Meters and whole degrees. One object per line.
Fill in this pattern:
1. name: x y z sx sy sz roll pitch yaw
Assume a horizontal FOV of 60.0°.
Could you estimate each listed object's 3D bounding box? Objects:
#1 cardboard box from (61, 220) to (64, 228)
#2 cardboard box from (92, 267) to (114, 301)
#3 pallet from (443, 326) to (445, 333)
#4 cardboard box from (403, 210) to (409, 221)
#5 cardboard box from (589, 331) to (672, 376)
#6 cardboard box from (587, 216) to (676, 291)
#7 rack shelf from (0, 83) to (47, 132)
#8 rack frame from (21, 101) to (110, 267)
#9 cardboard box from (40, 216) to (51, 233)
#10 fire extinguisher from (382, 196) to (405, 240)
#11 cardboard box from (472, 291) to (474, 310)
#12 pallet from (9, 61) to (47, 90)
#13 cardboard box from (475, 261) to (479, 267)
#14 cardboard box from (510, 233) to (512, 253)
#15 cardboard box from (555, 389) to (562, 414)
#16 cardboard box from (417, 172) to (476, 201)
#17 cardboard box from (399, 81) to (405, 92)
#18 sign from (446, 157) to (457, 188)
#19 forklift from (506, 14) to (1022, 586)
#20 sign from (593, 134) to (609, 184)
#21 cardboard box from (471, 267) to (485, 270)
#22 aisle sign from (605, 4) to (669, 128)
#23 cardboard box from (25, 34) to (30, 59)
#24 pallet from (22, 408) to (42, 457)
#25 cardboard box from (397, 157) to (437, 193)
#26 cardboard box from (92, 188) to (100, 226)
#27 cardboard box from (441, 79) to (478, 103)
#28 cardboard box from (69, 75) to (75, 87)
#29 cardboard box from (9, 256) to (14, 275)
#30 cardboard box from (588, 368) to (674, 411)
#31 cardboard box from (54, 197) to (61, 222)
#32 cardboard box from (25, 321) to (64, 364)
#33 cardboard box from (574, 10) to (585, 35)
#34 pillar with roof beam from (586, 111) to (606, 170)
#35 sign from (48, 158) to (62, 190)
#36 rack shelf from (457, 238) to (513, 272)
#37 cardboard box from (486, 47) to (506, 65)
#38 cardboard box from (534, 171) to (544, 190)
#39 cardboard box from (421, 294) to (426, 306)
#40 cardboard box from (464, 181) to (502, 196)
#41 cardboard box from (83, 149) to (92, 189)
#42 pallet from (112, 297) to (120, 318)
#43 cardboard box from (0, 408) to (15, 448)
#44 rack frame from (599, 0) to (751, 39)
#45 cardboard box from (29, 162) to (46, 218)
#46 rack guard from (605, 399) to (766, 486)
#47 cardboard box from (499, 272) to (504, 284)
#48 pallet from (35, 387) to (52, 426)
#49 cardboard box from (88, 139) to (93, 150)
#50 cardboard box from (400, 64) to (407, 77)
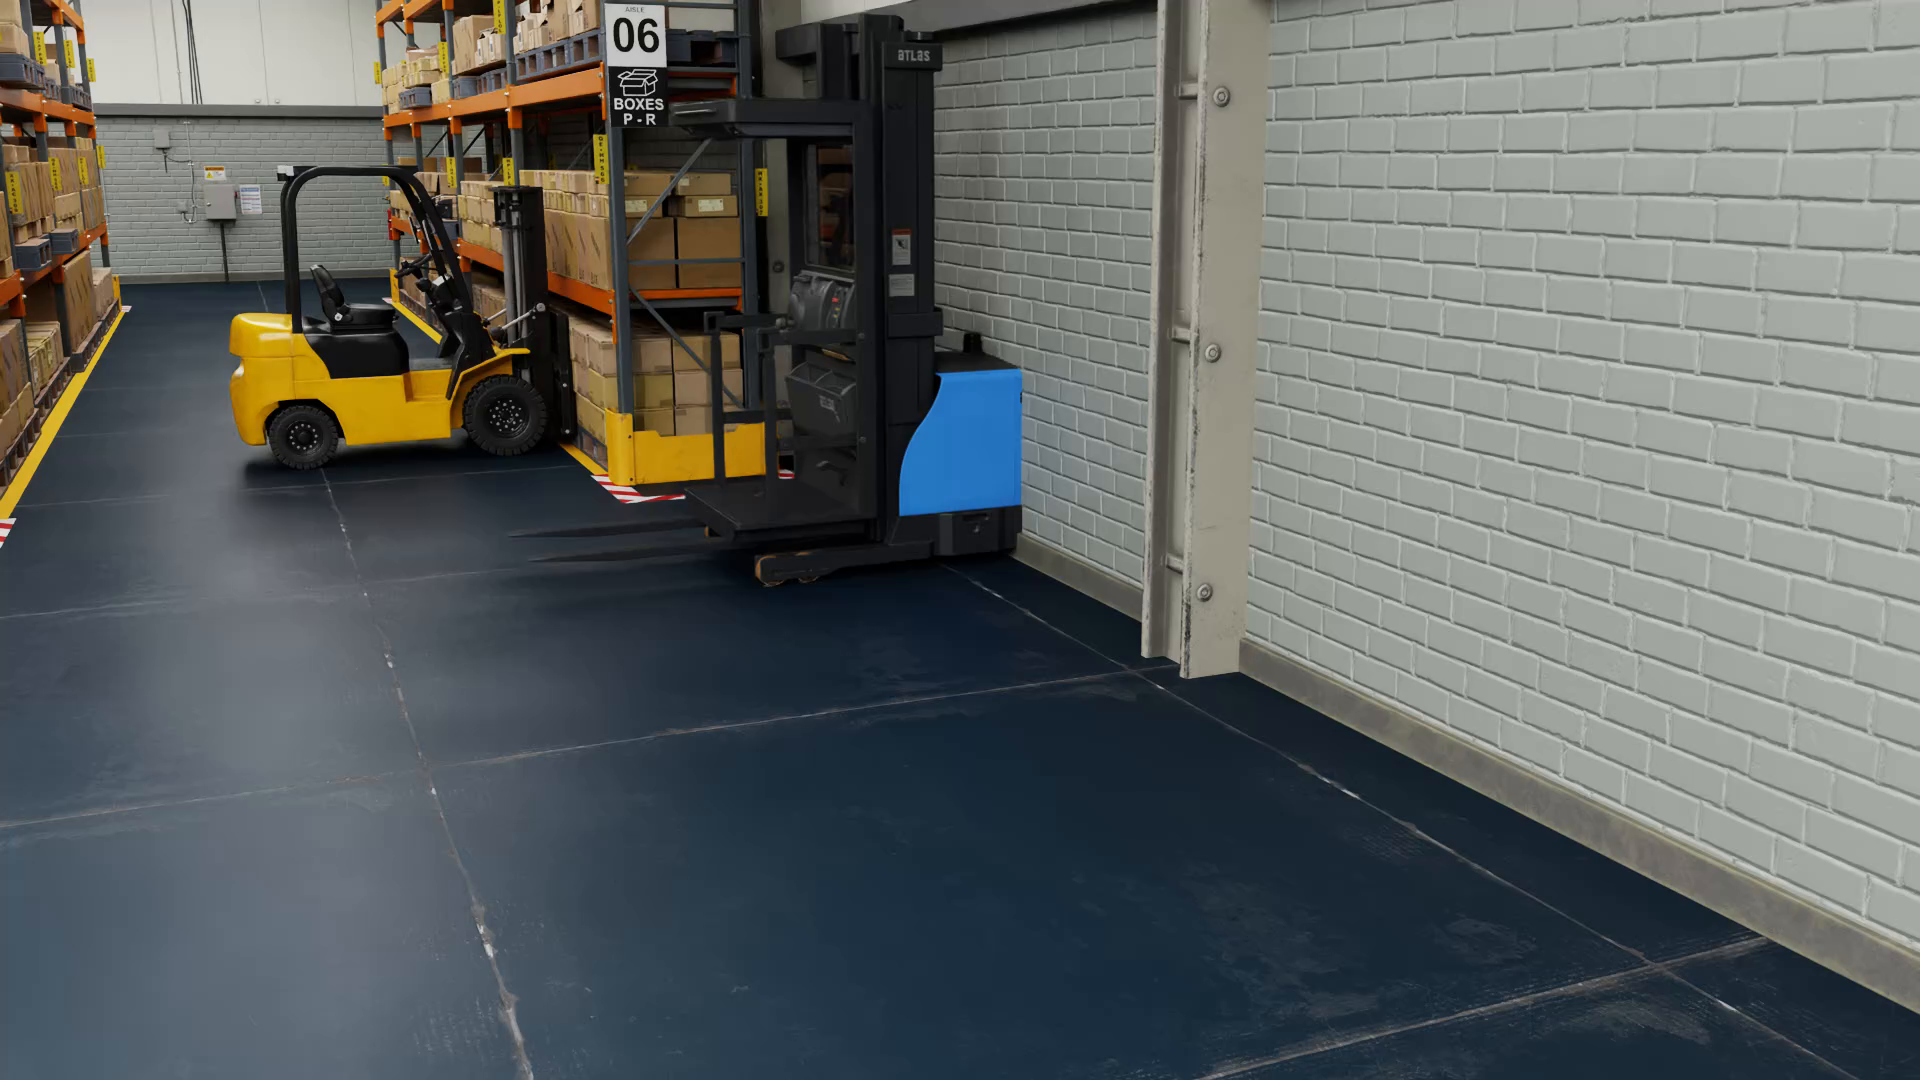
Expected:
1. cardboard box: -9.843 -3.284 17.738 0.500 0.250 0.500 -6 14 -25
2. cardboard box: -12.505 -3.610 23.567 0.875 0.438 0.875 -6 14 -25
3. pallet: -5.859 -2.628 20.758 1.003 0.211 1.213 -6 14 -23
4. cardboard box: -7.839 -4.692 24.047 0.380 0.149 0.250 -5 14 -22
5. cardboard box: -2.375 -1.344 11.973 0.500 0.250 0.500 -5 14 -21
6. cardboard box: -2.343 -2.051 11.859 0.500 0.500 0.500 -6 14 -24
7. rack shelf: -8.855 -3.826 14.692 1.077 0.370 4.000 -6 14 -23
8. rack frame: -12.861 -4.781 23.876 1.000 3.000 0.127 -6 14 -23
9. cardboard box: -8.777 -2.959 15.628 0.380 0.149 0.250 -5 14 -22
10. fire extinguisher: -8.797 -5.000 25.818 0.296 0.674 0.183 -6 14 -23
11. cardboard box: -5.476 -2.632 19.203 0.500 0.500 0.500 -5 14 -21
12. pallet: -8.622 -4.023 14.364 1.213 0.211 1.003 -6 14 -23
13. cardboard box: -6.190 -3.603 21.958 0.380 0.149 0.250 -6 14 -23
14. cardboard box: -3.949 -2.759 15.469 0.500 0.250 0.500 -5 14 -22
15. cardboard box: -2.994 -1.171 13.445 0.500 0.250 0.500 -5 14 -21
16. cardboard box: -6.516 -4.430 21.205 0.700 0.500 0.500 -5 14 -22
17. cardboard box: -7.352 -6.121 22.683 0.500 0.250 0.500 -6 14 -25
18. sign: -5.603 -4.052 18.333 0.100 0.325 0.005 -6 14 -23
19. forklift: -0.947 -1.317 9.060 3.031 2.935 1.130 -6 14 -24
20. sign: -2.408 -2.558 11.177 0.100 0.325 0.005 -6 14 -23
21. cardboard box: -6.097 -3.291 20.612 0.380 0.149 0.250 -6 14 -23
22. aisle sign: -2.148 -3.151 11.067 0.394 0.787 0.004 -6 14 -23
23. cardboard box: -8.346 -4.259 14.366 0.500 0.250 0.500 -6 14 -24
24. pallet: -7.752 -0.808 12.892 1.003 0.211 1.213 -6 14 -23
25. cardboard box: -7.778 -5.240 23.866 0.500 0.500 0.500 -5 14 -22
26. cardboard box: -11.804 -4.438 22.172 0.500 0.500 0.500 -5 14 -21
27. cardboard box: -5.538 -5.050 18.717 0.500 0.250 0.500 -6 14 -25
28. cardboard box: -12.598 -6.338 23.129 0.500 0.250 0.500 -7 15 -28
29. cardboard box: -7.646 -2.141 13.024 0.380 0.149 0.250 -6 14 -24
30. cardboard box: -2.386 -1.106 12.052 0.500 0.250 0.500 -6 14 -24
31. cardboard box: -9.633 -3.426 17.244 0.500 0.250 0.500 -6 14 -23
32. cardboard box: -9.439 -1.935 16.475 0.950 0.372 0.625 -7 15 -27
33. cardboard box: -2.515 -3.661 11.786 0.380 0.149 0.250 -6 14 -25
34. pillar with roof beam: -7.706 -5.923 15.506 9.100 9.000 0.400 -6 14 -23
35. sign: -9.163 -3.705 16.833 0.100 0.325 0.005 -6 14 -23
36. rack shelf: -4.308 -2.814 16.971 1.077 0.370 4.000 -6 14 -23
37. cardboard box: -4.226 -4.543 15.599 0.380 0.149 0.250 -6 14 -23
38. cardboard box: -3.344 -3.008 13.894 0.380 0.149 0.250 -5 14 -22
39. cardboard box: -7.204 -3.308 22.902 0.380 0.149 0.250 -6 14 -25
40. cardboard box: -5.144 -3.795 17.953 0.380 0.149 0.250 -5 14 -22
41. cardboard box: -11.619 -4.823 21.616 0.500 0.500 0.500 -5 14 -22
42. pallet: -12.469 -3.264 23.507 1.003 0.211 1.213 -6 14 -23
43. cardboard box: -6.949 -0.750 11.624 0.500 0.250 0.500 -5 14 -19
44. rack frame: -1.905 -4.847 10.857 1.000 3.000 0.127 -6 14 -23
45. cardboard box: -8.799 -3.248 15.438 0.500 0.500 0.500 -7 15 -27
46. rack guard: -1.895 -0.702 11.794 1.175 0.500 0.348 -6 14 -23
47. cardboard box: -5.288 -3.118 19.862 0.380 0.149 0.250 -5 14 -22
48. pallet: -8.367 -1.104 14.172 1.003 0.211 1.213 -6 14 -23
49. cardboard box: -12.229 -5.481 23.022 0.380 0.149 0.250 -6 14 -24
50. cardboard box: -6.994 -6.040 21.406 0.380 0.149 0.250 -5 14 -21
